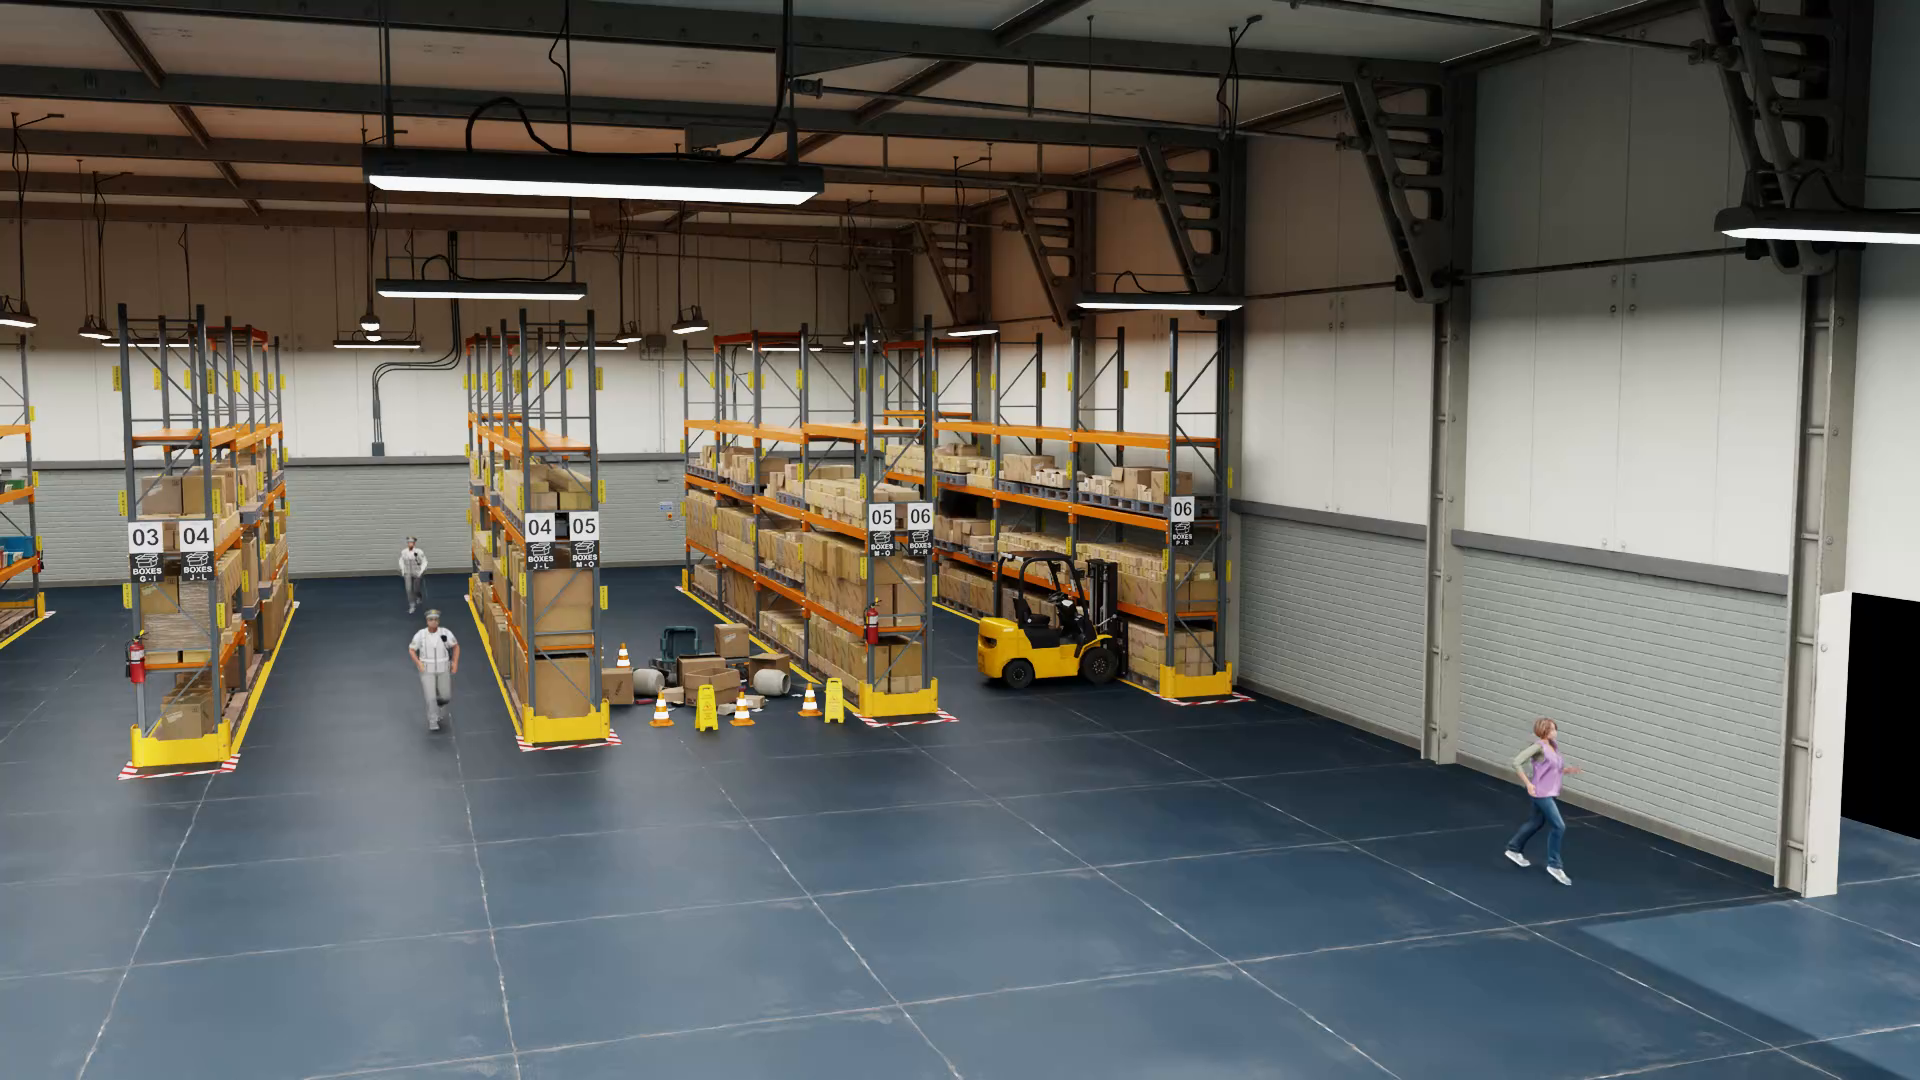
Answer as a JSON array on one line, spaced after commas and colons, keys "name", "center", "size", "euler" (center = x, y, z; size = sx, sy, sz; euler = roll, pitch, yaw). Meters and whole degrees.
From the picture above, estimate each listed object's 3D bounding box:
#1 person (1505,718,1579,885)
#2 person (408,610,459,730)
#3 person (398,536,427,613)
[{"name": "person", "center": [5.876, 2.615, 16.807], "size": [0.737, 1.629, 0.510], "euler": [4, 7, 37]}, {"name": "person", "center": [-7.614, 1.850, 24.087], "size": [0.710, 1.728, 0.631], "euler": [-3, 6, -25]}, {"name": "person", "center": [-11.984, 0.734, 36.442], "size": [0.619, 1.665, 0.674], "euler": [-1, 5, -9]}]
